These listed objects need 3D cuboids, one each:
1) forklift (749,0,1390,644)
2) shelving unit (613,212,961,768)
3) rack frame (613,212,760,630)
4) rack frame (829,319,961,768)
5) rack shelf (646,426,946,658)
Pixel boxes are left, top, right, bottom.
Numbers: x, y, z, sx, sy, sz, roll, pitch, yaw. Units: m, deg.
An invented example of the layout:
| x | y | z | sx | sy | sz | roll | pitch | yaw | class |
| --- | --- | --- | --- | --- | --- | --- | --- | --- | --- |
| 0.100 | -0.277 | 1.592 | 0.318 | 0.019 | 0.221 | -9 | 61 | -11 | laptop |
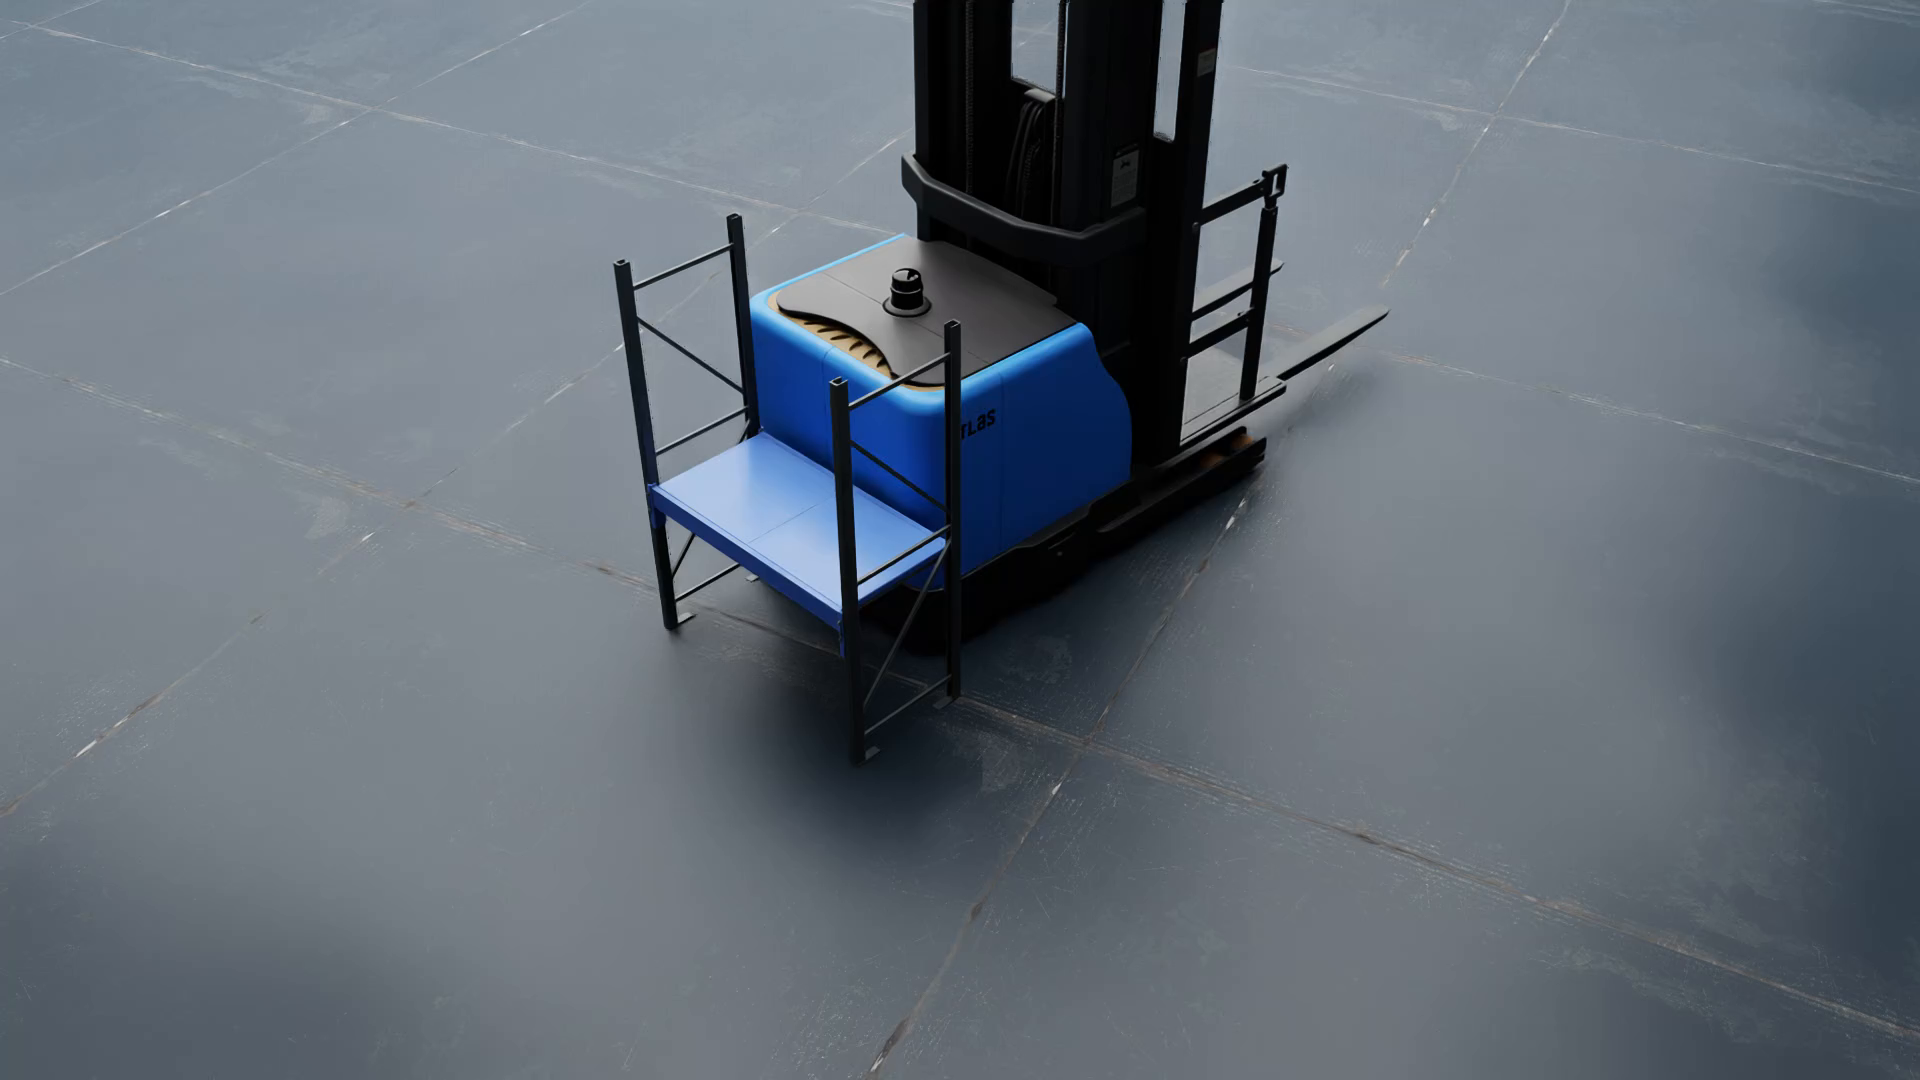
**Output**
| x | y | z | sx | sy | sz | roll | pitch | yaw | class |
| --- | --- | --- | --- | --- | --- | --- | --- | --- | --- |
| 0.631 | -1.568 | 6.209 | 3.031 | 2.935 | 1.130 | -29 | 46 | -33 | forklift |
| -0.544 | -0.163 | 5.541 | 1.048 | 1.500 | 0.538 | 31 | 47 | 34 | shelving unit |
| -0.907 | -0.378 | 5.825 | 0.032 | 1.500 | 0.500 | 31 | 47 | 34 | rack frame |
| -0.182 | 0.052 | 5.258 | 0.032 | 1.500 | 0.500 | 31 | 47 | 34 | rack frame |
| -0.544 | -0.020 | 5.650 | 1.000 | 0.185 | 0.538 | 31 | 47 | 34 | rack shelf |
